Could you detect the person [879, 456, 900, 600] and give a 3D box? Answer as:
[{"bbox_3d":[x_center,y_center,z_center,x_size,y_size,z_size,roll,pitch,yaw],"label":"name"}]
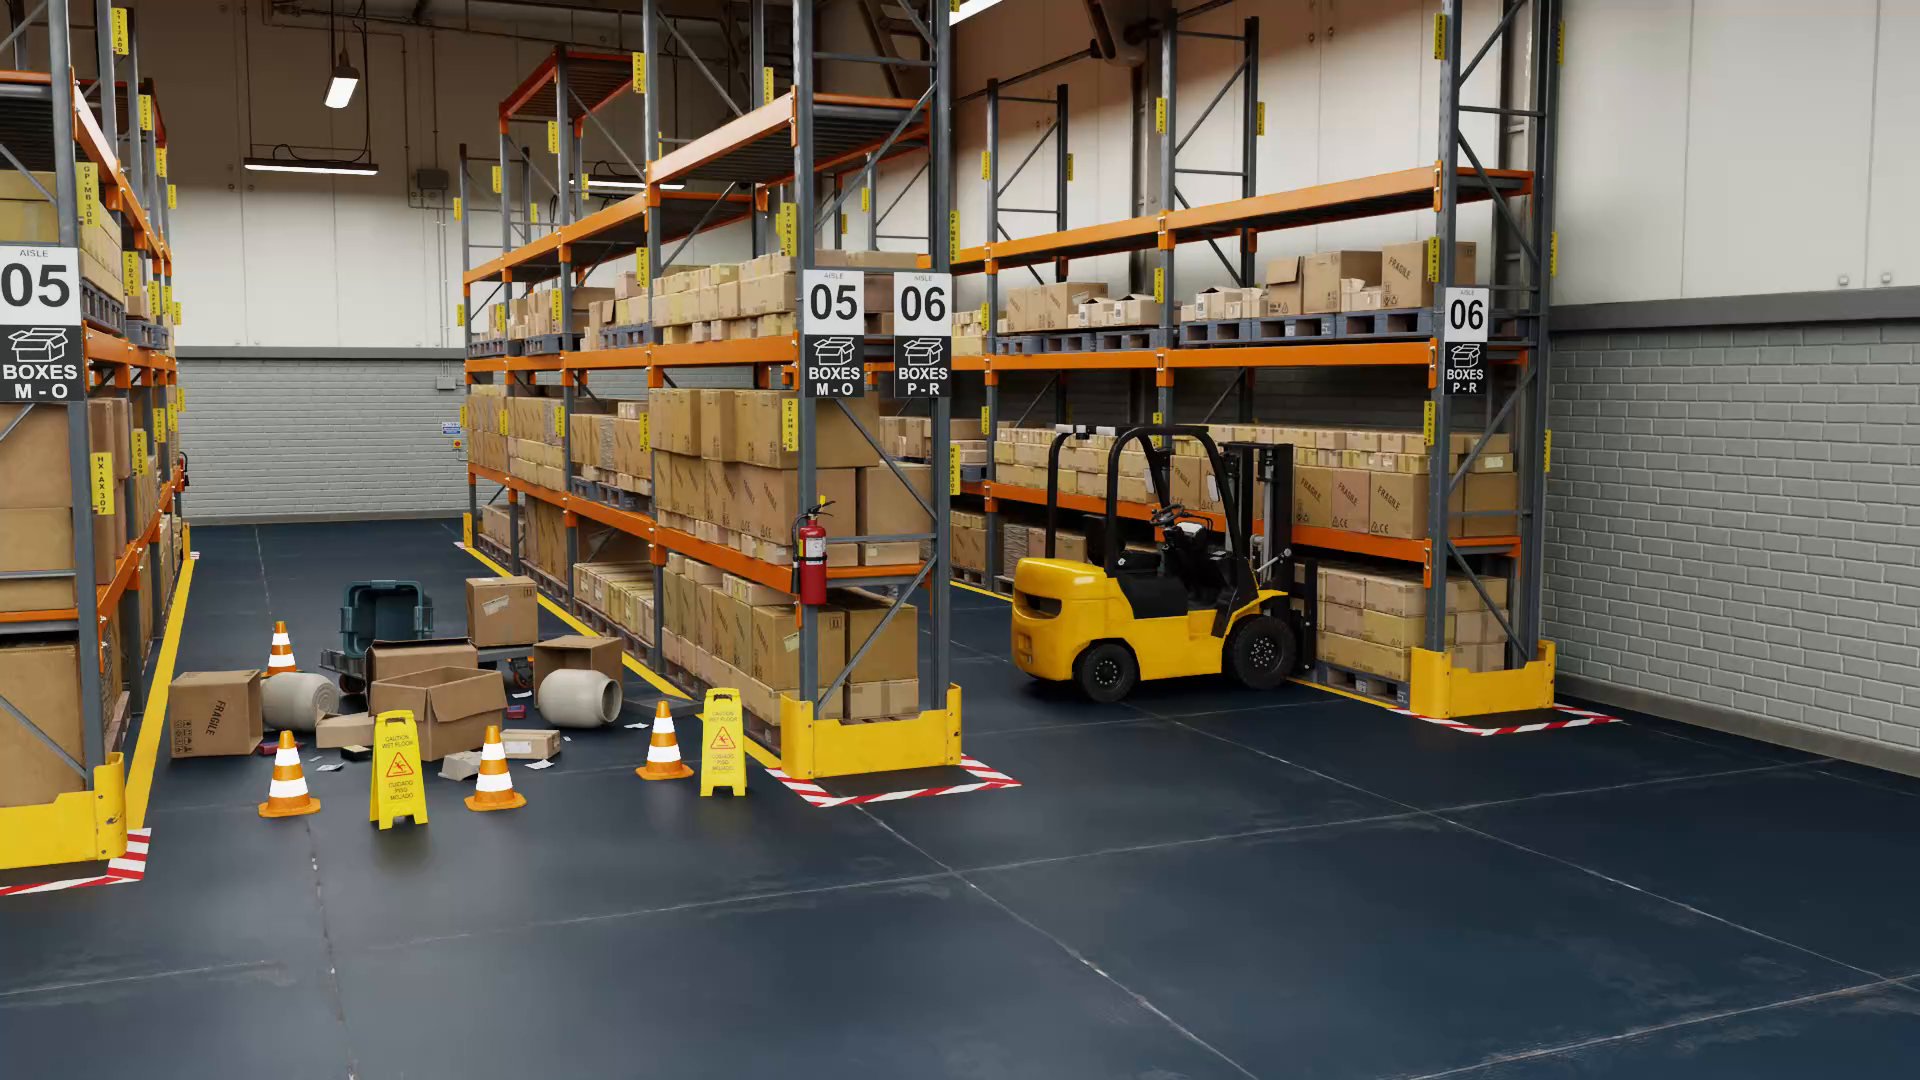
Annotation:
[{"bbox_3d":[-0.899,-0.117,18.679,0.550,1.690,0.469,-2,6,-24],"label":"person"}]
